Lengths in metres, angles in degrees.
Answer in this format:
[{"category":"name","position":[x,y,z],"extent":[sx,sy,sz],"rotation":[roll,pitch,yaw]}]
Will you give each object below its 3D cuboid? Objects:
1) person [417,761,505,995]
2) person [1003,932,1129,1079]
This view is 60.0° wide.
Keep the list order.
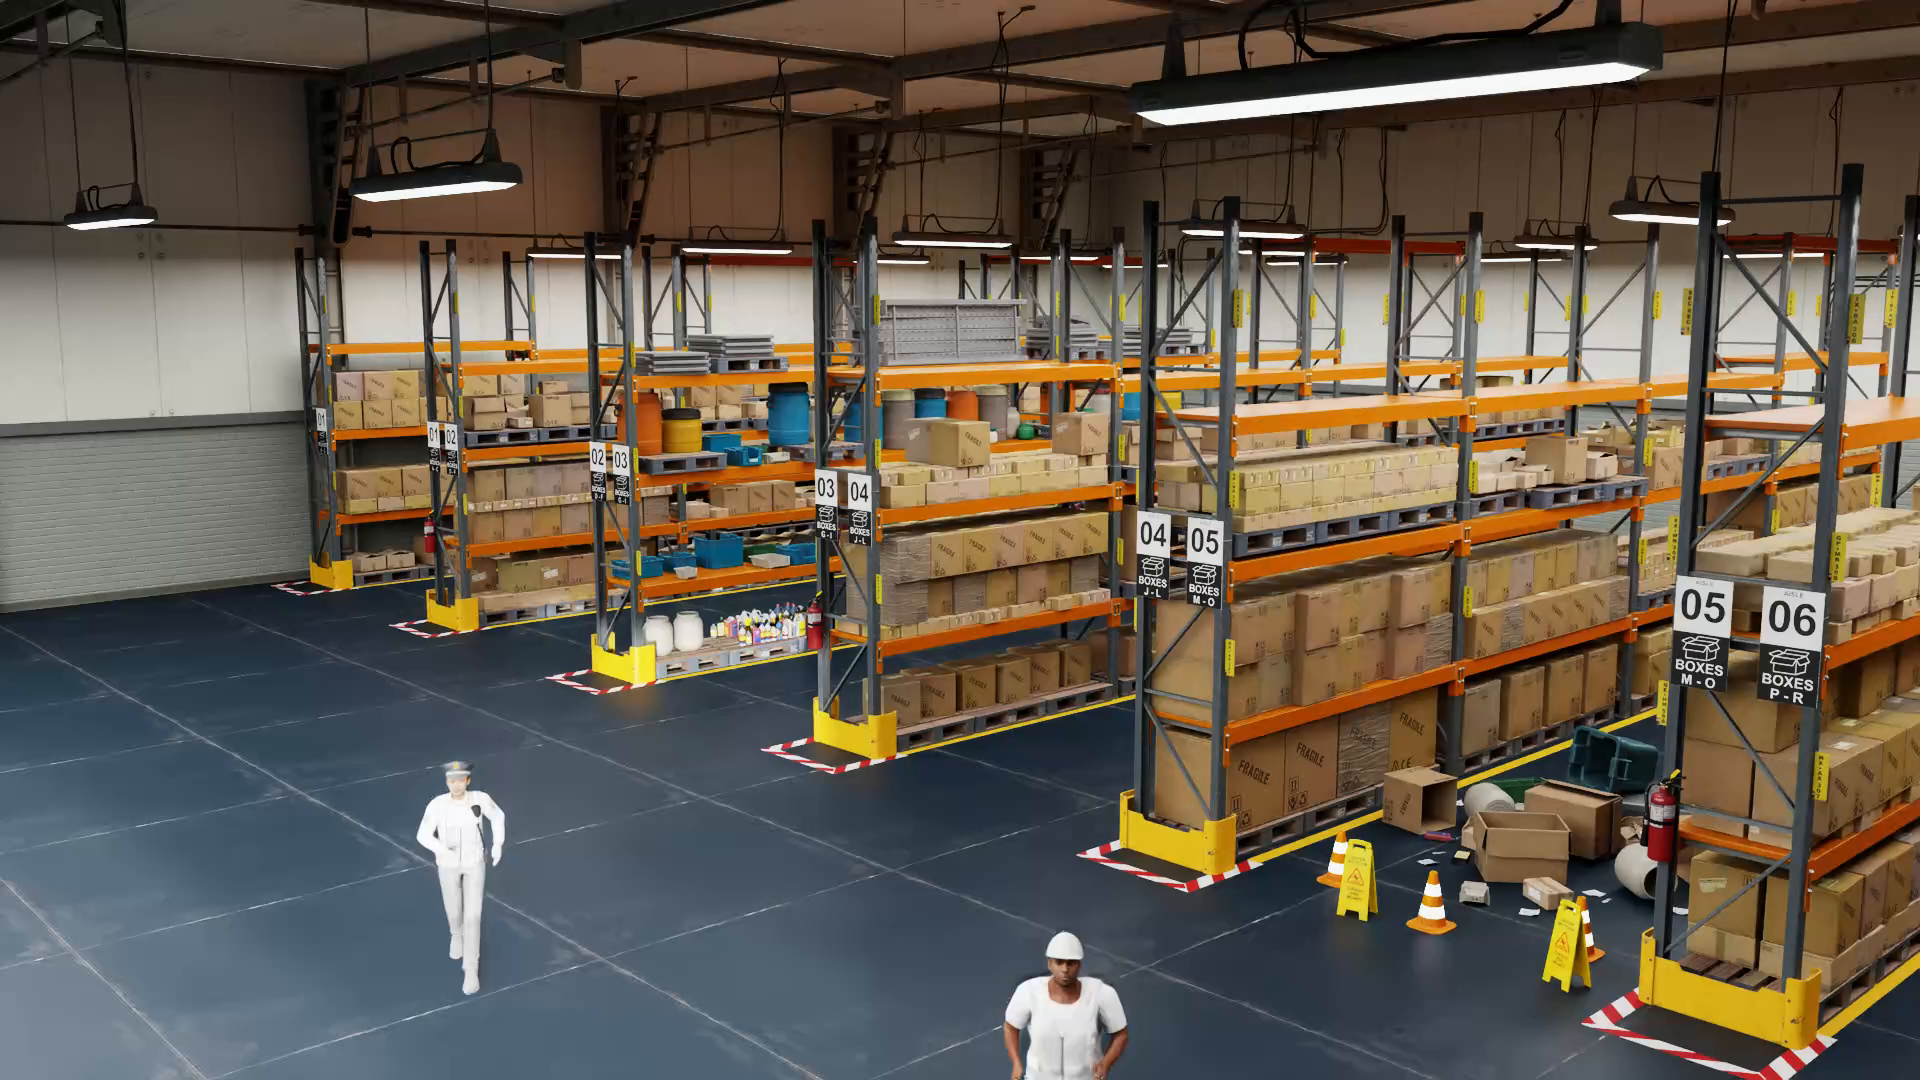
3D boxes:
[{"category":"person","position":[-3.785,2.488,12.666],"extent":[0.632,1.723,0.824],"rotation":[-2,9,-14]},{"category":"person","position":[0.578,2.983,9.182],"extent":[0.696,1.727,0.671],"rotation":[1,8,5]}]
